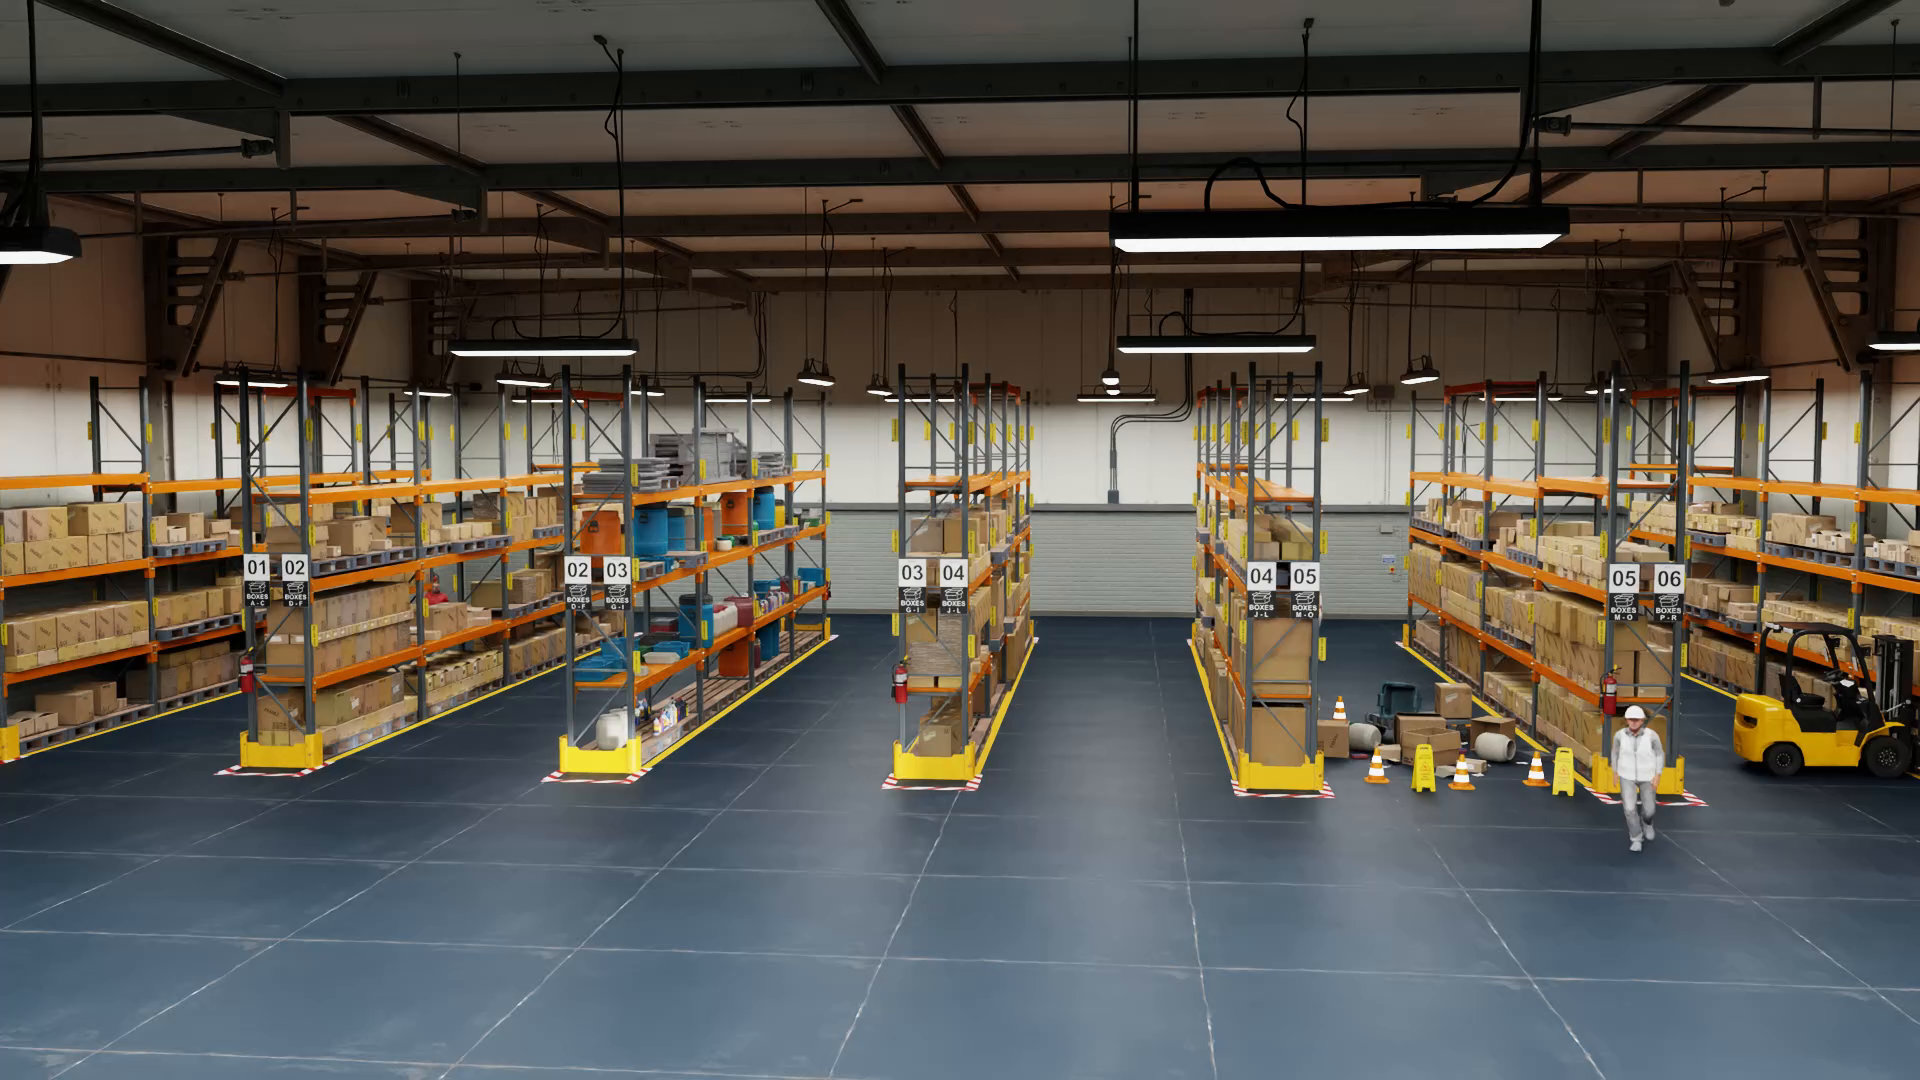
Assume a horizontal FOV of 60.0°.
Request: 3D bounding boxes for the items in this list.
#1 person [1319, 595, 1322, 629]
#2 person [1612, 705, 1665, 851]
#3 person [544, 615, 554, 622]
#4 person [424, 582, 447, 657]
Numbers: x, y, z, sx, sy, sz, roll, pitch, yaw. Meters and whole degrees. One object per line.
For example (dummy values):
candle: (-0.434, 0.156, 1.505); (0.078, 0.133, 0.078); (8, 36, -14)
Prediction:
person: (7.931, 1.769, 37.465); (0.536, 1.663, 0.461); (-2, 4, -28)
person: (8.196, 2.845, 20.111); (0.598, 1.747, 0.700); (2, 4, 25)
person: (-10.263, 1.481, 41.176); (0.559, 1.709, 1.100); (1, 4, 15)
person: (-11.767, 1.770, 37.214); (0.518, 1.664, 1.099); (0, 4, 3)
